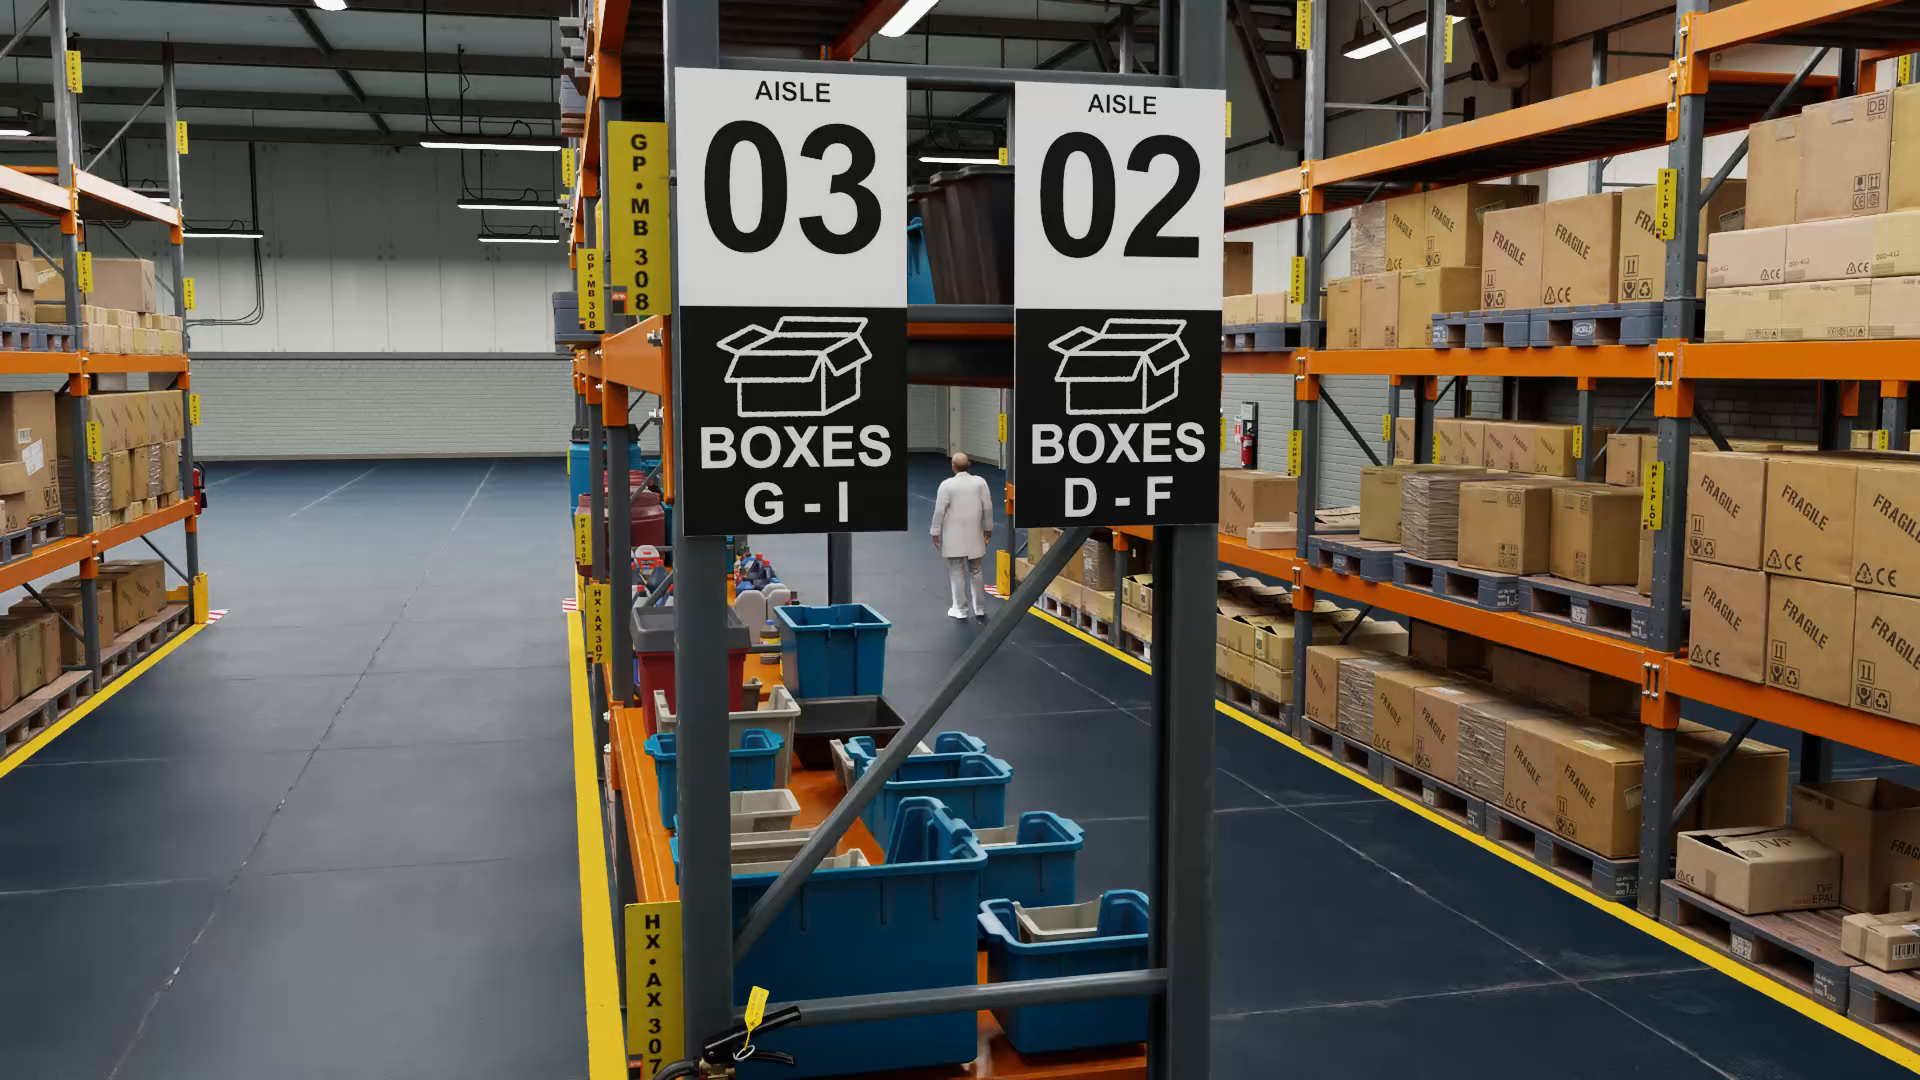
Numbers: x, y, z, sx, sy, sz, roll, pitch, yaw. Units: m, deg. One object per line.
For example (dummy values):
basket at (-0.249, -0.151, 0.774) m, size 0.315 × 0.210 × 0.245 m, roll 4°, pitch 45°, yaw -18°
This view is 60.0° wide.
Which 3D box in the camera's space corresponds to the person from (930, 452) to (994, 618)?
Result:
person at (0.004, -0.059, 17.860) m, size 0.698 × 1.778 × 0.578 m, roll -1°, pitch 6°, yaw -14°
